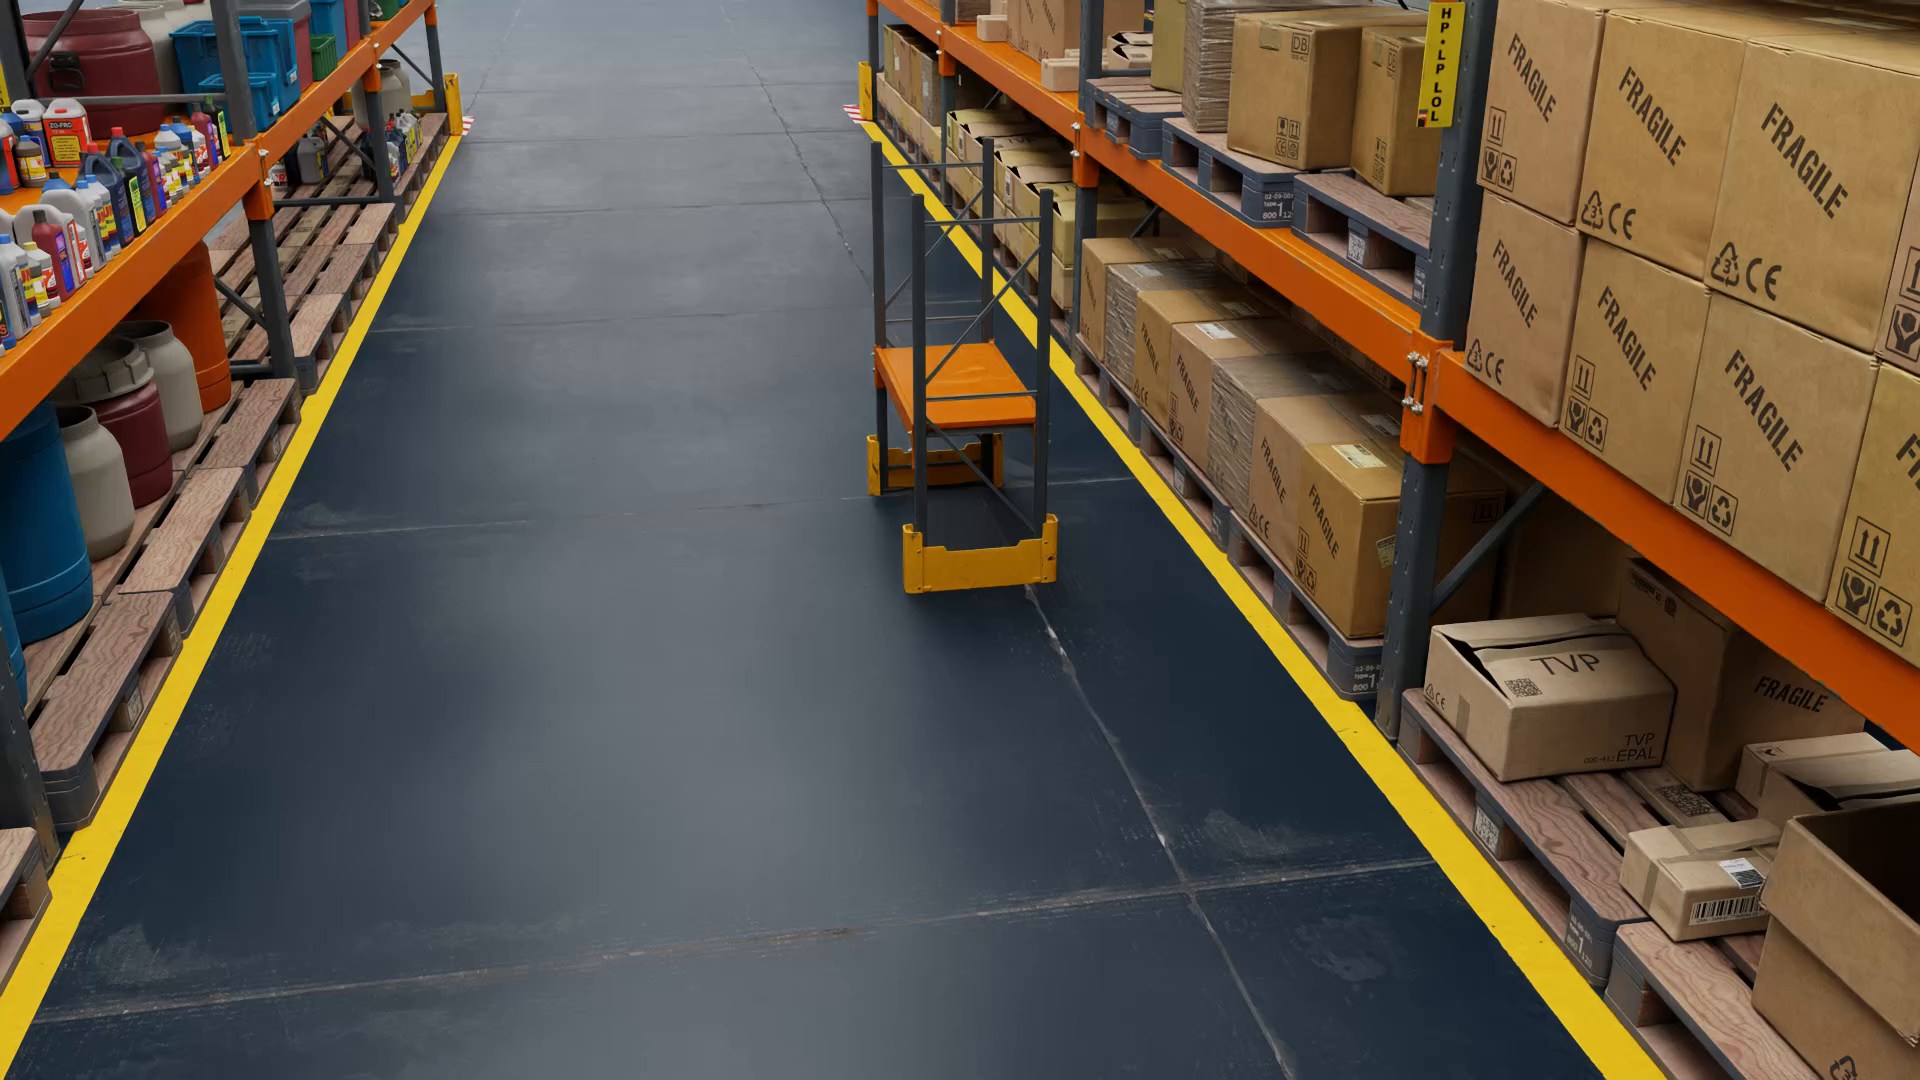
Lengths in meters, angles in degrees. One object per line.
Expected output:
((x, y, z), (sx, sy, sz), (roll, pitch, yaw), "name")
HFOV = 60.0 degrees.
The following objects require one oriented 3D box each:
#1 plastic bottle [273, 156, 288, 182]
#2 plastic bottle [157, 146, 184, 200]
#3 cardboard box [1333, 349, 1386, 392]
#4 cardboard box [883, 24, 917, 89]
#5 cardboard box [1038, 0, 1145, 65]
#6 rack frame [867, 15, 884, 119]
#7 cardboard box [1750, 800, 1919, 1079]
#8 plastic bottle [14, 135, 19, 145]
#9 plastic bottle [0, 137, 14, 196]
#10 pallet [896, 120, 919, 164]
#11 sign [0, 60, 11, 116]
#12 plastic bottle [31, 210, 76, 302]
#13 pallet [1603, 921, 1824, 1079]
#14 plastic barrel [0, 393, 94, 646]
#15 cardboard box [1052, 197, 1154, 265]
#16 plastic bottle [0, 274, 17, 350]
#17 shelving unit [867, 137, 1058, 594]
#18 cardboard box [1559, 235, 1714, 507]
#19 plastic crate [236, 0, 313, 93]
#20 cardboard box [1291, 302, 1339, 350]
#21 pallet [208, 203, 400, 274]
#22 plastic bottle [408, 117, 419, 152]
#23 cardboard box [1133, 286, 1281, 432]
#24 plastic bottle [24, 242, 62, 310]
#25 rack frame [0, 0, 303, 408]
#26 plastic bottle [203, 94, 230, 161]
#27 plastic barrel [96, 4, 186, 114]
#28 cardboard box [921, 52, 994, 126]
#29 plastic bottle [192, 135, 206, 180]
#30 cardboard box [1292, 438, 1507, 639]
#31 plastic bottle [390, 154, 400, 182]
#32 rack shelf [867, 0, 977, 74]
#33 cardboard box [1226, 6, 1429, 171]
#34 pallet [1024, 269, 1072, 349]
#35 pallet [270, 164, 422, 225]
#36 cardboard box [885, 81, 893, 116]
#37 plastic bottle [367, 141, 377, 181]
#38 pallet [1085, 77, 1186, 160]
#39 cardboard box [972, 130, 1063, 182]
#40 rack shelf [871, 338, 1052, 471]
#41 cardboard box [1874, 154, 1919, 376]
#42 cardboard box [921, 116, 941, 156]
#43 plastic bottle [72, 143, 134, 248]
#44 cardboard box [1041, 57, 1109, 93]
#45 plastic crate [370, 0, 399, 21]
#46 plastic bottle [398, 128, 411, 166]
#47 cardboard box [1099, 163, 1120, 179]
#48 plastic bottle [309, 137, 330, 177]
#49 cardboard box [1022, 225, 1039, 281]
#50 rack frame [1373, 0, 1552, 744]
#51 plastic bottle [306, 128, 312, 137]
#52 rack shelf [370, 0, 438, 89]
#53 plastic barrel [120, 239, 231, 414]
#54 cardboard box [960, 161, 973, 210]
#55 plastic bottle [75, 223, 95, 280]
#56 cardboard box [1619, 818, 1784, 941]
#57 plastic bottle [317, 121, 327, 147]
((-4.920, -2.694, 12.014), (0.061, 0.283, 0.133), (-3, 24, -7), "plastic bottle")
((-3.137, -1.451, 6.573), (0.097, 0.201, 0.097), (0, 24, 0), "plastic bottle")
((1.796, -0.461, 6.631), (0.500, 0.500, 0.500), (-4, 24, -9), "cardboard box")
((-0.403, -4.363, 14.965), (0.500, 0.500, 0.500), (-4, 24, -10), "cardboard box")
((0.775, -3.068, 9.903), (0.500, 0.500, 0.500), (-6, 24, -13), "cardboard box")
((-0.378, -5.511, 15.619), (1.000, 3.000, 0.127), (-4, 24, -10), "rack frame")
((2.193, 0.891, 3.533), (0.797, 0.503, 0.637), (-4, 24, -10), "cardboard box")
((-3.993, -1.628, 6.977), (0.097, 0.201, 0.097), (0, 24, 0), "plastic bottle")
((-3.865, -1.520, 6.644), (0.097, 0.271, 0.097), (0, 24, 0), "plastic bottle")
((0.027, -3.456, 14.399), (1.003, 0.211, 1.213), (-4, 24, -10), "pallet")
((-4.307, -2.030, 7.446), (0.100, 0.325, 0.005), (-4, 24, -10), "sign")
((-2.841, -0.897, 5.202), (0.061, 0.283, 0.133), (-4, 24, -10), "plastic bottle")
((2.196, 1.239, 3.651), (1.003, 0.211, 1.213), (-4, 24, -10), "pallet")
((-3.243, -0.150, 5.443), (0.600, 0.901, 0.708), (-4, 24, -10), "plastic barrel")
((0.762, -1.741, 9.199), (0.500, 0.311, 0.500), (-4, 24, -8), "cardboard box")
((-2.758, -0.677, 4.713), (0.097, 0.271, 0.097), (0, 24, 0), "plastic bottle")
((-0.014, -0.717, 6.518), (0.587, 1.500, 1.083), (-4, 24, -10), "shelving unit")
((1.765, -0.414, 3.826), (0.500, 0.500, 0.500), (-4, 24, -9), "cardboard box")
((-3.766, -2.686, 9.073), (0.402, 0.464, 0.583), (-4, 24, -10), "plastic crate")
((1.713, -0.989, 6.903), (0.500, 0.250, 0.500), (-5, 24, -11), "cardboard box")
((-4.324, -1.988, 11.038), (1.003, 0.211, 1.213), (-4, 24, -10), "pallet")
((-4.431, -3.253, 13.304), (0.152, 0.276, 0.135), (-5, 24, -11), "plastic bottle")
((1.095, -0.817, 7.445), (0.500, 0.500, 0.500), (-5, 24, -10), "cardboard box")
((-2.837, -0.813, 5.111), (0.097, 0.201, 0.097), (0, 24, 0), "plastic bottle")
((-3.767, -1.999, 7.579), (1.000, 3.000, 0.127), (-4, 24, -10), "rack frame")
((-3.273, -1.818, 7.310), (0.061, 0.283, 0.133), (-4, 24, -10), "plastic bottle")
((-4.168, -2.439, 8.446), (0.421, 0.512, 0.421), (0, 24, 0), "plastic barrel")
((-0.020, -3.577, 13.166), (0.500, 0.500, 0.500), (-4, 24, -10), "cardboard box")
((-3.209, -1.604, 6.924), (0.097, 0.201, 0.097), (0, 24, 0), "plastic bottle")
((1.468, -0.019, 5.620), (0.500, 0.500, 0.500), (-4, 24, -10), "cardboard box")
((-4.173, -2.729, 12.197), (0.097, 0.201, 0.097), (0, 24, 0), "plastic bottle")
((-0.008, -4.394, 13.962), (1.077, 0.370, 4.000), (-4, 24, -10), "rack shelf")
((1.454, -1.719, 6.289), (0.700, 0.500, 0.500), (-11, 26, -23), "cardboard box")
((0.987, -1.413, 9.721), (1.003, 0.211, 1.213), (-4, 24, -10), "pallet")
((-4.590, -2.561, 12.351), (1.003, 0.211, 1.213), (-4, 24, -10), "pallet")
((-0.401, -4.019, 15.115), (0.500, 0.250, 0.500), (-4, 24, -10), "cardboard box")
((-4.326, -2.804, 12.266), (0.061, 0.283, 0.133), (-4, 24, -10), "plastic bottle")
((1.296, -2.014, 7.854), (1.213, 0.211, 1.003), (-4, 24, -10), "pallet")
((0.377, -2.545, 11.039), (0.500, 0.311, 0.500), (-5, 24, -11), "cardboard box")
((-0.016, -0.556, 6.599), (0.538, 0.185, 1.000), (-4, 24, -10), "rack shelf")
((1.938, -0.480, 2.727), (0.500, 0.500, 0.500), (-4, 24, -8), "cardboard box")
((-0.022, -3.233, 13.316), (0.500, 0.250, 0.500), (-4, 24, -10), "cardboard box")
((-3.015, -1.208, 5.830), (0.144, 0.351, 0.185), (-4, 24, -10), "plastic bottle")
((0.663, -2.582, 9.228), (0.380, 0.149, 0.250), (-4, 24, -10), "cardboard box")
((-4.481, -4.030, 12.494), (0.450, 0.188, 0.662), (-4, 24, -10), "plastic crate")
((-4.273, -3.019, 12.760), (0.061, 0.283, 0.133), (-3, 24, -7), "plastic bottle")
((1.096, -2.188, 10.221), (0.500, 0.311, 0.500), (-5, 24, -11), "cardboard box")
((-4.804, -2.854, 12.390), (0.152, 0.276, 0.135), (-4, 24, -10), "plastic bottle")
((0.665, -1.688, 9.777), (0.500, 0.250, 0.500), (-5, 24, -10), "cardboard box")
((1.841, -0.790, 4.812), (1.000, 3.000, 0.127), (-4, 24, -10), "rack frame")
((-5.031, -3.024, 12.780), (0.152, 0.276, 0.135), (-4, 24, -9), "plastic bottle")
((-4.877, -4.029, 13.126), (1.077, 0.370, 4.000), (-4, 24, -10), "rack shelf")
((-3.660, -1.005, 7.491), (0.600, 0.830, 0.708), (-4, 24, -10), "plastic barrel")
((0.286, -2.491, 11.617), (0.500, 0.250, 0.500), (-4, 24, -8), "cardboard box")
((-2.905, -0.956, 5.440), (0.097, 0.201, 0.097), (0, 24, 0), "plastic bottle")
((1.876, 0.827, 4.099), (0.380, 0.166, 0.250), (-4, 24, -10), "cardboard box")
((-5.199, -3.288, 13.476), (0.097, 0.201, 0.097), (0, 24, 0), "plastic bottle")
